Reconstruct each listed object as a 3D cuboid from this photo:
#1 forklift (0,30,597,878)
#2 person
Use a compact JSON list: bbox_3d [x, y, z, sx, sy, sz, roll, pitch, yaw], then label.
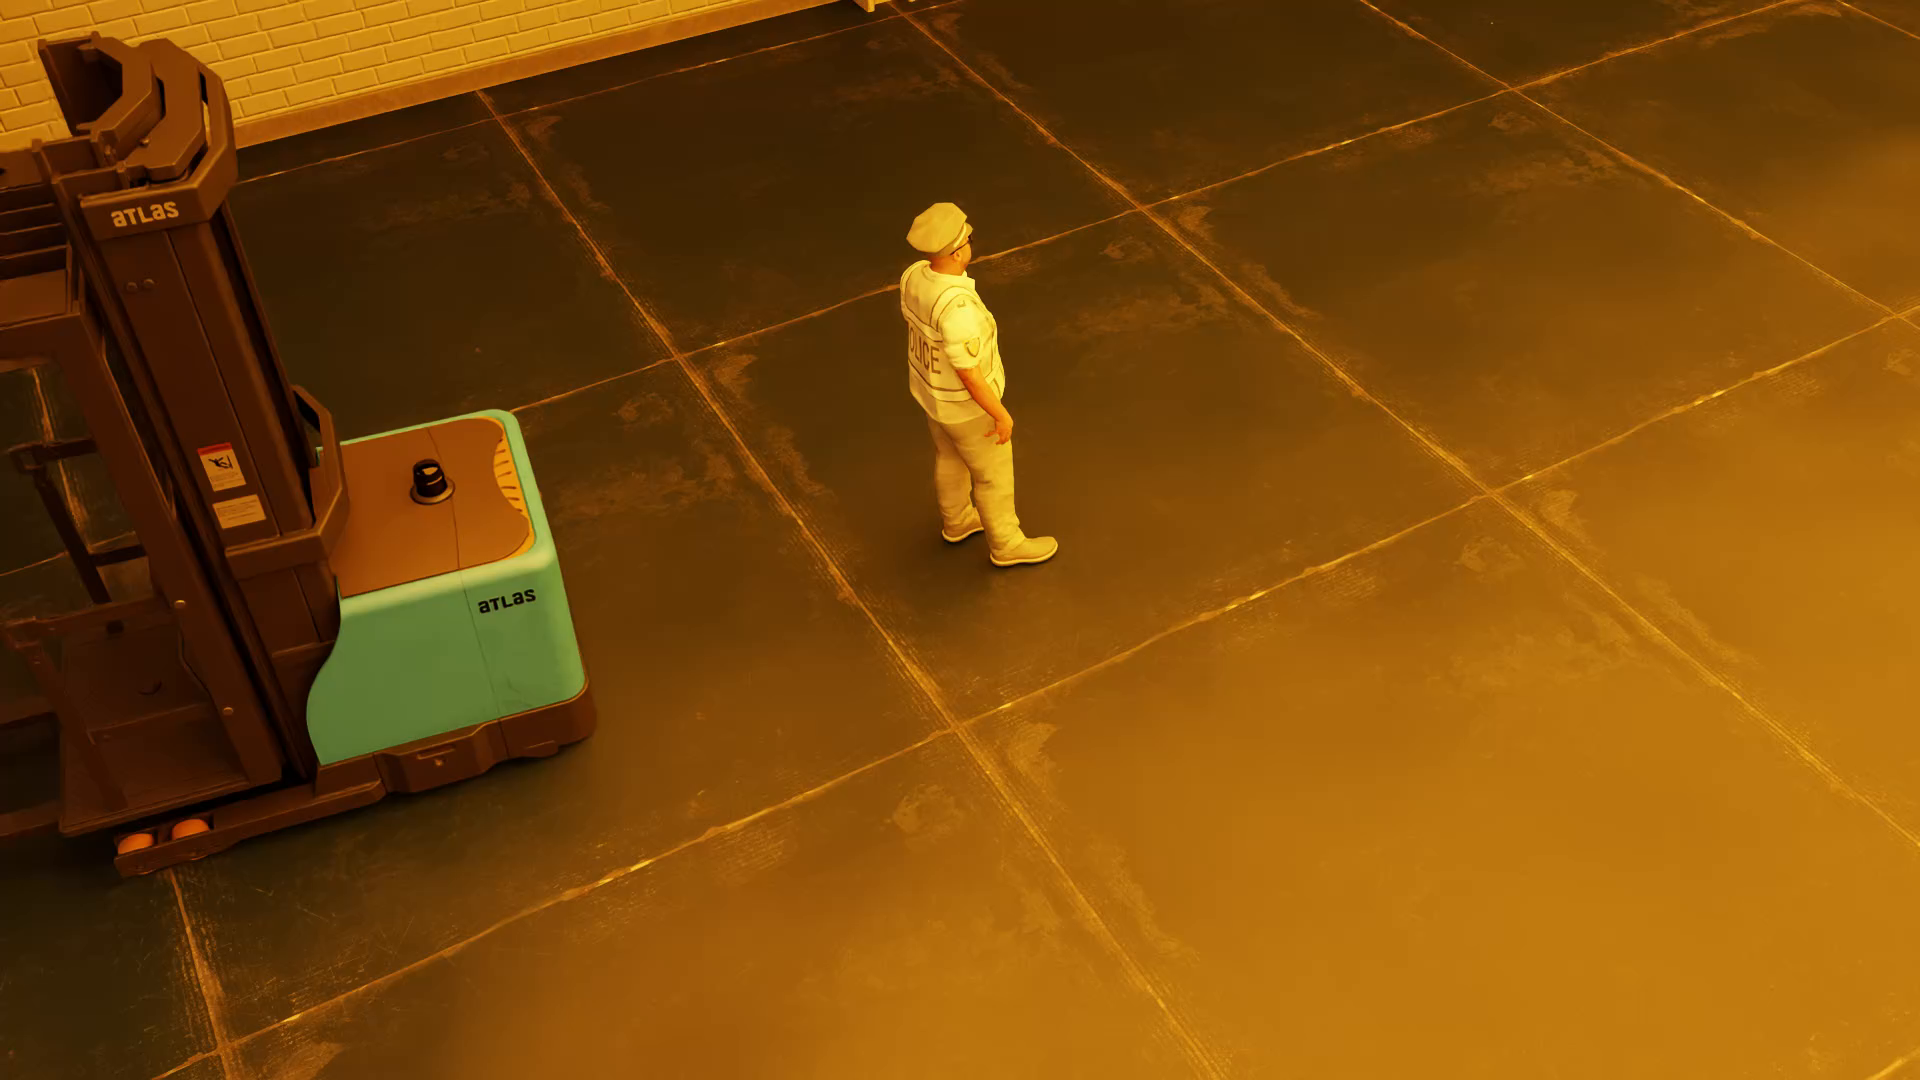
[{"bbox_3d":[-3.084,-0.186,5.898,3.031,2.935,1.130,-14,45,-15],"label":"forklift"},{"bbox_3d":[0.073,-0.678,7.263,0.575,1.781,0.640,-21,47,-21],"label":"person"}]
